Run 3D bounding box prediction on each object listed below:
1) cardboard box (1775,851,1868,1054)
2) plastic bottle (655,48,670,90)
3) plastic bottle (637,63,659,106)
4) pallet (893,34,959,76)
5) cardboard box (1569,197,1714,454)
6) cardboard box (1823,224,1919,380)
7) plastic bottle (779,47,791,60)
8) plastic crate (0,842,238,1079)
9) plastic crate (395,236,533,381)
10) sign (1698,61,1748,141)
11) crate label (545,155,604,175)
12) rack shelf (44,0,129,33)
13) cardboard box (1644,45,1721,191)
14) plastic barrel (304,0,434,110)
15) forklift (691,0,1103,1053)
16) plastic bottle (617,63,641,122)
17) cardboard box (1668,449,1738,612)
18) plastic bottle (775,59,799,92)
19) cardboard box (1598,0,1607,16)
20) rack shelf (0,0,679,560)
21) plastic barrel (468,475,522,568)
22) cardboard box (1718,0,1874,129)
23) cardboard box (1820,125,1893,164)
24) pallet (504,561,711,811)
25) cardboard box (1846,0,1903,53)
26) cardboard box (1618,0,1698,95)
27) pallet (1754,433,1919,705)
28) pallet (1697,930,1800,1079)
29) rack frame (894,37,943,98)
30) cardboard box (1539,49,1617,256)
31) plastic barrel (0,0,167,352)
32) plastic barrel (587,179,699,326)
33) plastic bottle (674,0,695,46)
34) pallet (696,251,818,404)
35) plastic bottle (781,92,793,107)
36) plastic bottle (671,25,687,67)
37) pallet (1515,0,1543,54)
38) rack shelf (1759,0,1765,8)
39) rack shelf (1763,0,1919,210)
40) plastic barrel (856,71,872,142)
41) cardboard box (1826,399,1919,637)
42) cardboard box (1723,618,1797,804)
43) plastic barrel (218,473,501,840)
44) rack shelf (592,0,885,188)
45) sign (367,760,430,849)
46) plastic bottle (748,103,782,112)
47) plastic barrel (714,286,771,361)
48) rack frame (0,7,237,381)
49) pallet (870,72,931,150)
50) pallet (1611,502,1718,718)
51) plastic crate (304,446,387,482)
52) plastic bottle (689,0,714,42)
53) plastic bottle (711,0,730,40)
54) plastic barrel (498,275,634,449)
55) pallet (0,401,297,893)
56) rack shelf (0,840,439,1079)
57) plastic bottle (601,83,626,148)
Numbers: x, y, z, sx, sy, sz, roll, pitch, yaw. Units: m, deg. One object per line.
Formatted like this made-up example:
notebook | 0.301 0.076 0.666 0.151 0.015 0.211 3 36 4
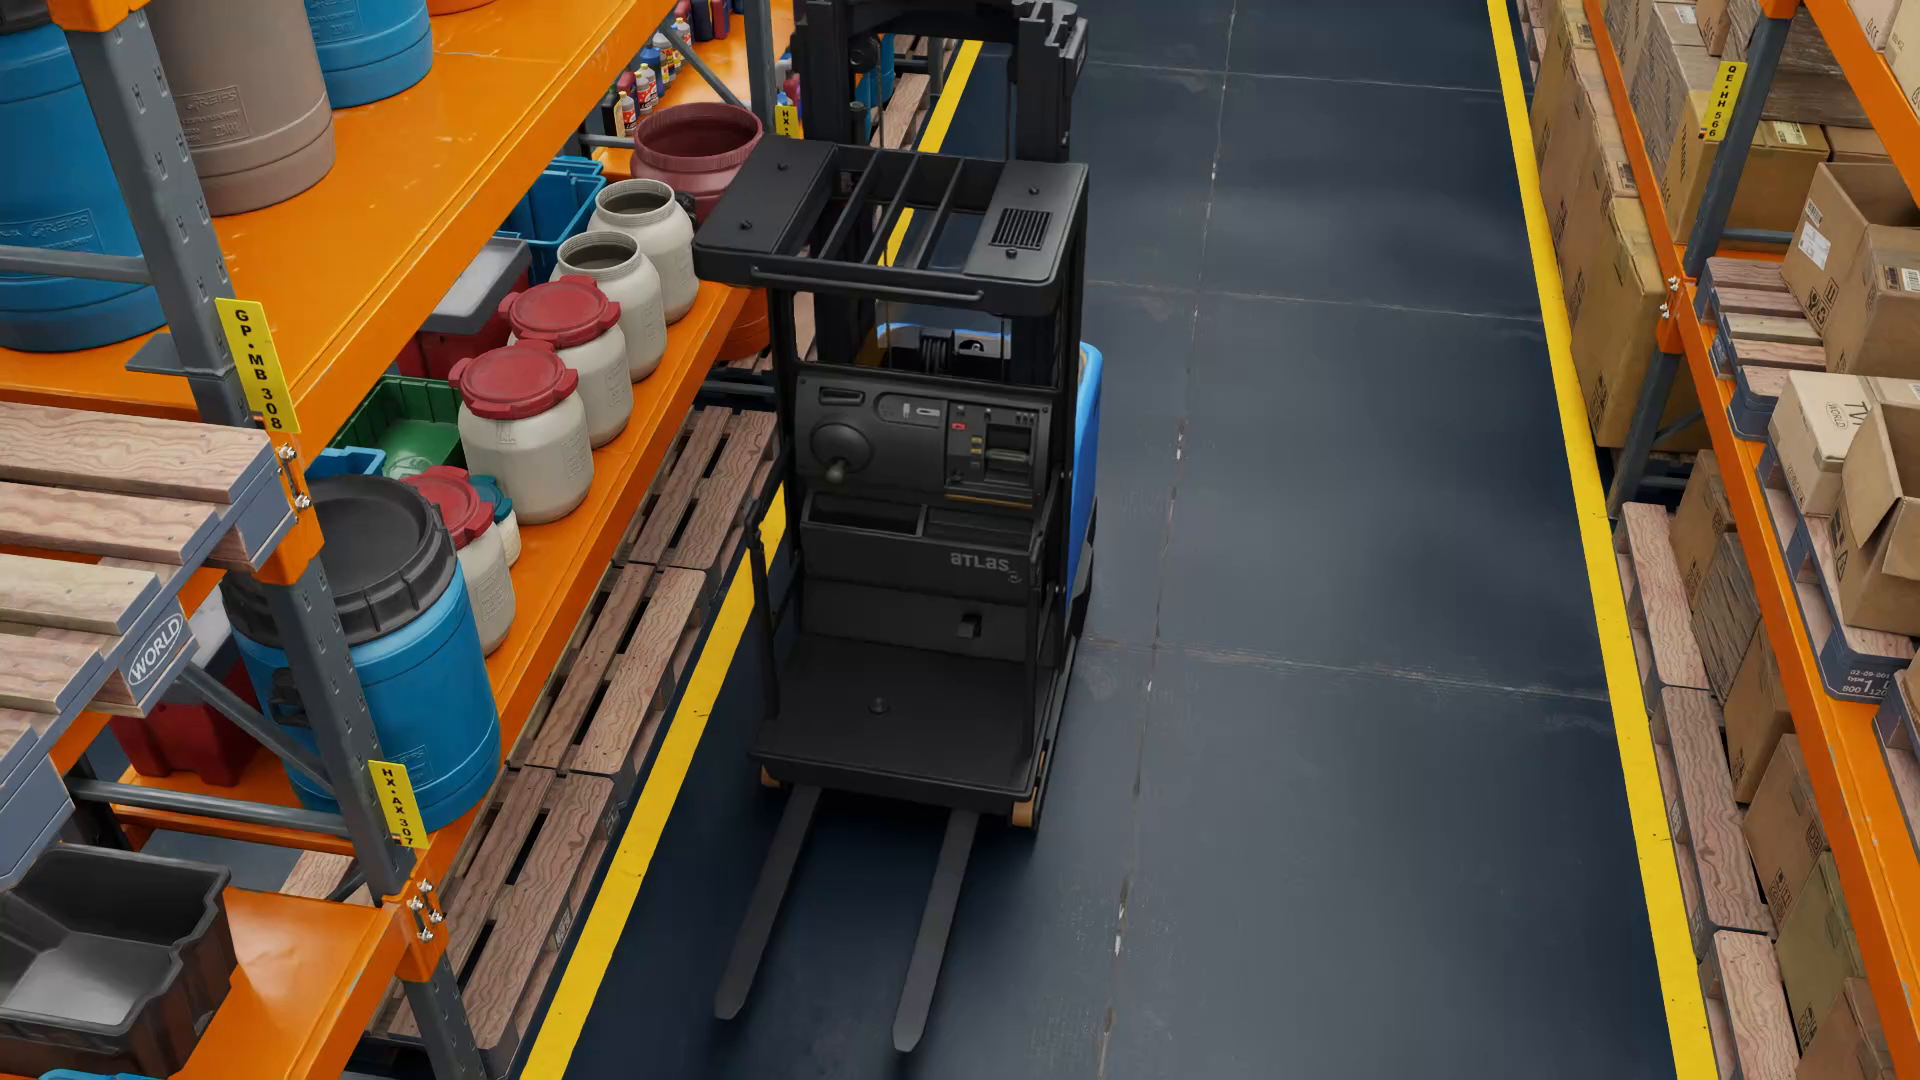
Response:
cardboard box | 3.104 1.392 5.328 0.700 0.500 0.500 6 40 7
plastic bottle | -1.532 -2.401 8.455 0.097 0.201 0.097 0 40 0
plastic bottle | -1.566 -2.278 8.308 0.097 0.201 0.097 0 40 0
pallet | -0.529 -3.679 12.034 1.003 0.211 1.213 6 40 8
cardboard box | 3.707 -1.005 7.950 1.225 0.875 0.875 5 40 6
cardboard box | 3.515 -0.727 5.868 0.700 0.500 0.500 12 41 14
plastic bottle | -0.850 -2.331 8.316 0.097 0.271 0.097 0 40 0
plastic crate | -2.219 1.071 4.149 0.767 0.338 0.504 6 40 8
plastic crate | -1.892 -0.822 6.340 0.402 0.464 0.583 6 40 8
sign | 3.020 -1.737 6.588 0.100 0.325 0.005 6 40 8
crate label | -1.753 -1.490 7.330 0.303 0.233 0.416 6 40 8
rack shelf | -2.349 0.107 1.437 1.077 0.370 4.000 6 40 8
cardboard box | 3.501 -1.919 7.639 0.500 0.500 0.500 6 40 7
plastic barrel | -1.902 -1.781 4.802 0.600 0.901 0.708 6 40 8
forklift | -0.178 -0.284 5.794 1.130 2.935 3.031 7 40 9
plastic bottle | -1.621 -2.178 8.122 0.061 0.283 0.133 6 40 8
cardboard box | 3.471 -0.015 7.031 0.700 0.500 0.500 4 40 5
plastic bottle | -0.837 -2.256 8.222 0.152 0.276 0.135 6 40 8
cardboard box | 3.848 -3.204 9.192 0.500 0.500 0.500 6 40 8
rack shelf | -1.657 -1.401 5.301 1.077 0.370 4.000 6 40 8
plastic barrel | -1.623 -0.028 5.538 0.301 0.262 0.301 0 40 0
cardboard box | 3.710 -2.114 7.087 0.797 0.503 0.637 8 40 9
cardboard box | 3.920 -1.545 7.186 0.500 0.500 0.500 8 40 9
pallet | -1.696 0.542 6.928 1.003 0.211 1.213 6 40 8
cardboard box | 3.146 -1.741 5.265 0.500 0.250 0.500 7 40 9
cardboard box | 3.677 -2.565 8.420 0.500 0.500 0.500 7 40 9
pallet | 3.265 0.089 5.439 1.003 0.211 1.213 6 40 8
pallet | 3.009 1.865 5.329 1.003 0.211 1.213 6 40 8
rack frame | -0.619 -4.288 10.582 1.000 3.000 0.127 6 40 8
cardboard box | 4.015 -2.120 9.298 1.225 0.875 0.875 5 40 6
plastic barrel | -2.129 -0.960 3.809 0.600 0.901 0.708 6 40 8
plastic barrel | -1.278 -1.152 6.701 0.421 0.512 0.421 0 40 0
plastic bottle | -1.463 -2.751 8.815 0.061 0.283 0.133 6 40 8
pallet | -1.215 -1.202 9.039 1.003 0.211 1.213 6 40 8
plastic bottle | -0.854 -2.068 8.053 0.097 0.201 0.097 0 40 0
plastic bottle | -1.482 -2.584 8.677 0.097 0.201 0.097 0 40 0
pallet | 4.677 -3.904 12.306 1.003 0.211 1.213 6 40 8
rack shelf | 3.914 -3.366 7.677 1.077 0.370 4.000 6 40 8
rack shelf | 3.221 -0.855 4.641 1.077 0.370 4.000 6 40 8
plastic barrel | -0.852 -2.857 10.169 0.600 0.901 0.708 6 40 8
cardboard box | 3.084 -0.021 5.011 0.797 0.503 0.637 10 41 12
cardboard box | 3.297 0.691 6.177 0.700 0.500 0.500 10 41 11
plastic barrel | -1.638 0.330 4.603 0.600 0.901 0.708 6 40 8
rack shelf | -0.965 -2.756 9.293 1.077 0.370 4.000 6 40 8
sign | -1.463 0.694 4.340 0.100 0.325 0.005 6 40 8
plastic bottle | -0.917 -1.966 7.871 0.152 0.276 0.135 6 40 8
plastic barrel | -1.243 -1.412 8.477 0.600 0.830 0.708 6 40 8
rack frame | -2.003 -1.579 2.598 1.000 3.000 0.127 6 40 8
pallet | -0.793 -2.734 10.891 1.003 0.211 1.213 6 40 8
pallet | 3.431 0.333 7.181 1.003 0.211 1.213 6 40 8
plastic crate | -2.118 0.012 5.394 0.392 0.384 0.575 6 40 8
plastic bottle | -1.395 -2.872 8.909 0.144 0.351 0.185 6 40 8
plastic bottle | -1.289 -2.851 8.936 0.061 0.283 0.133 6 40 8
plastic barrel | -1.420 -0.628 6.049 0.433 0.535 0.433 0 40 0
pallet | -2.032 0.113 3.053 1.213 0.211 1.003 6 40 8
rack shelf | -2.349 2.265 3.221 1.077 0.370 4.000 6 40 8
plastic bottle | -1.661 -2.034 7.947 0.061 0.283 0.133 6 40 8
